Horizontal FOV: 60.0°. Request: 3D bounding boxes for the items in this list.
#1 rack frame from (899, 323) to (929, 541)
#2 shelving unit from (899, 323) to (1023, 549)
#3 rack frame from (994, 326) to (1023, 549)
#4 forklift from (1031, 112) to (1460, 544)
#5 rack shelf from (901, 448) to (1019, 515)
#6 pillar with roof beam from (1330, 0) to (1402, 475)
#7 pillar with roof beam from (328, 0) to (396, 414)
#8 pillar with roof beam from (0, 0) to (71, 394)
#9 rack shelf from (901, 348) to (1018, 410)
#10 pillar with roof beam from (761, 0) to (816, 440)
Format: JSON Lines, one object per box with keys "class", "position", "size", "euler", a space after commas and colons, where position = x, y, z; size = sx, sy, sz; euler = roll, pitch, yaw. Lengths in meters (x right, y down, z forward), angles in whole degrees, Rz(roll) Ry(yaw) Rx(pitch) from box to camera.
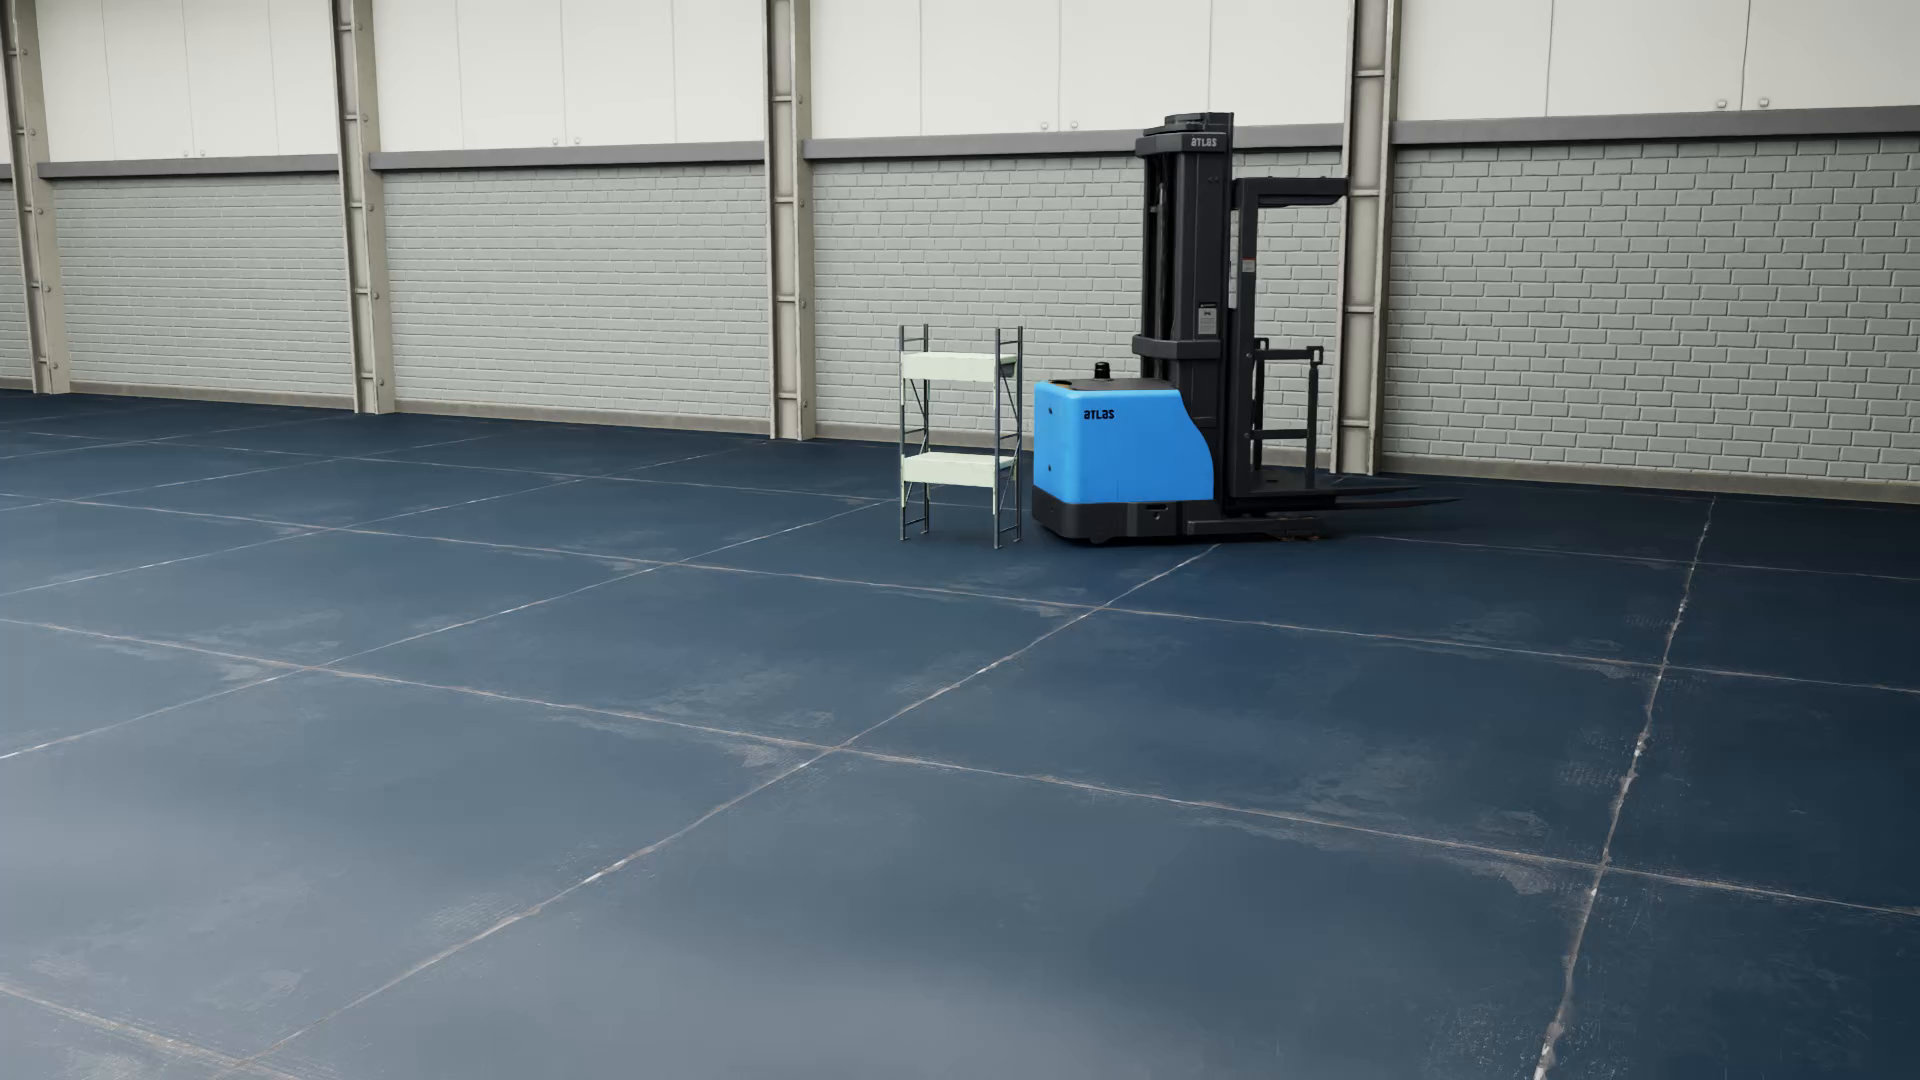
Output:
{"class": "rack frame", "position": [-0.322, -0.766, 11.753], "size": [0.023, 1.500, 0.400], "euler": [5, 11, 26]}
{"class": "shelving unit", "position": [0.006, -0.737, 11.594], "size": [0.755, 1.500, 0.431], "euler": [5, 11, 26]}
{"class": "rack frame", "position": [0.334, -0.709, 11.434], "size": [0.023, 1.500, 0.400], "euler": [5, 11, 26]}
{"class": "forklift", "position": [2.098, -1.523, 11.918], "size": [3.031, 2.935, 1.130], "euler": [-2, 10, -11]}
{"class": "rack shelf", "position": [0.006, -0.417, 11.652], "size": [0.720, 0.370, 0.431], "euler": [5, 11, 26]}
{"class": "pillar with roof beam", "position": [1.697, -4.360, 10.553], "size": [0.400, 9.000, 9.100], "euler": [5, 11, 26]}
{"class": "pillar with roof beam", "position": [-9.064, -5.306, 15.778], "size": [0.400, 9.000, 9.100], "euler": [5, 11, 26]}
{"class": "pillar with roof beam", "position": [-14.445, -5.778, 18.390], "size": [0.400, 9.000, 9.100], "euler": [5, 11, 26]}
{"class": "rack shelf", "position": [0.006, -1.122, 11.524], "size": [0.720, 0.370, 0.431], "euler": [5, 11, 26]}
{"class": "pillar with roof beam", "position": [-3.684, -4.833, 13.165], "size": [0.400, 9.000, 9.100], "euler": [5, 11, 26]}
